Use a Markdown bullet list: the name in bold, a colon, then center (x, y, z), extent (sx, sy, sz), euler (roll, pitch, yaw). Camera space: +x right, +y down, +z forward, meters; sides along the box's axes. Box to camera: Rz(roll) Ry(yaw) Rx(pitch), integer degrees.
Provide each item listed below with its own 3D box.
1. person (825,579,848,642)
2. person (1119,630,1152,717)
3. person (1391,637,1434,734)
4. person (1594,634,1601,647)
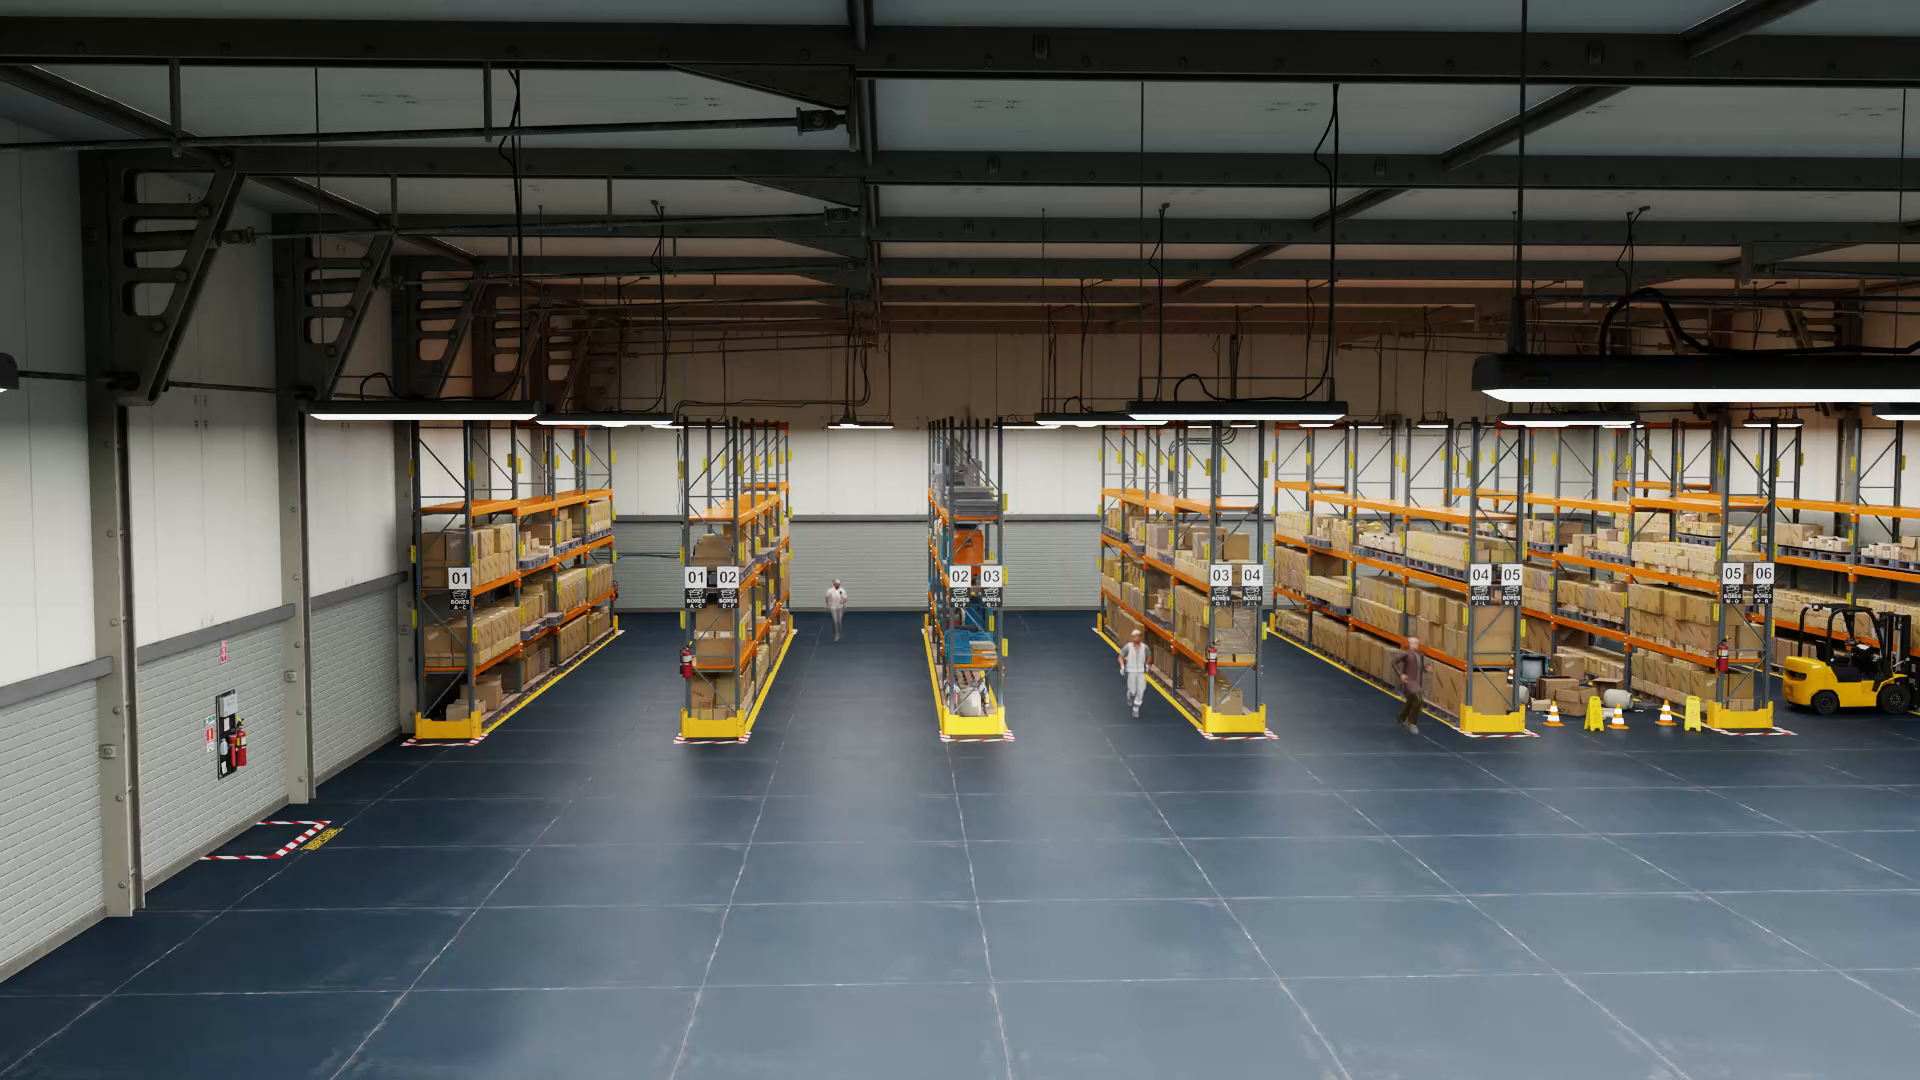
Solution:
- **person**: center (-3.379, 1.895, 45.616), extent (0.594, 1.698, 0.813), euler (-1, 4, -12)
- **person**: center (3.550, 2.678, 33.537), extent (0.671, 1.748, 0.596), euler (0, 4, -6)
- **person**: center (8.637, 2.776, 31.748), extent (0.681, 1.837, 0.829), euler (-3, 5, -41)
- **person**: center (16.893, 2.026, 44.234), extent (0.599, 1.620, 0.540), euler (-1, 4, -16)
